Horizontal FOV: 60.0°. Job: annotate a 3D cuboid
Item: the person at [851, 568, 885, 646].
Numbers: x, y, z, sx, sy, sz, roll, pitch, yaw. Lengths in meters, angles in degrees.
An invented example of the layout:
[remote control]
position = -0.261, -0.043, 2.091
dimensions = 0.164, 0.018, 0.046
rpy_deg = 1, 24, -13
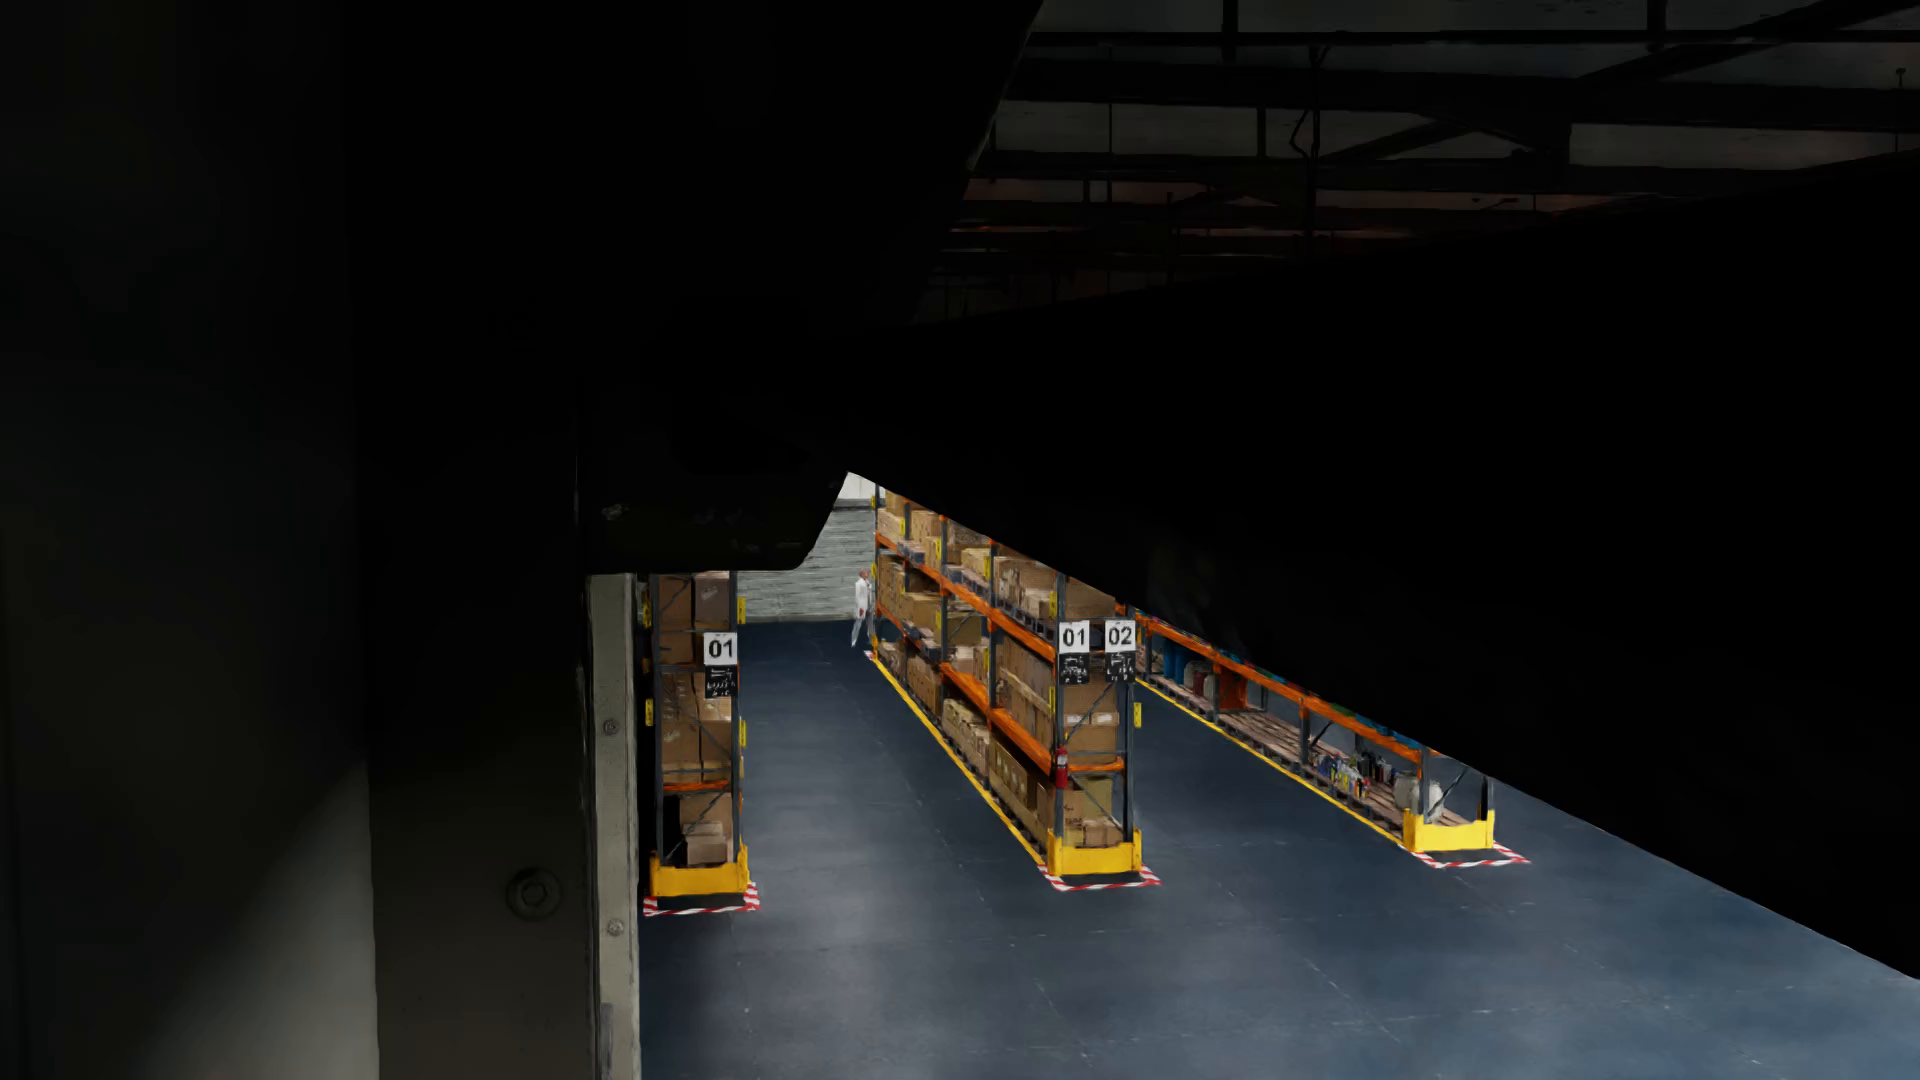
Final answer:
[person]
position = -2.173, 1.522, 38.124
dimensions = 0.614, 1.770, 0.781
rpy_deg = 3, 7, 27
